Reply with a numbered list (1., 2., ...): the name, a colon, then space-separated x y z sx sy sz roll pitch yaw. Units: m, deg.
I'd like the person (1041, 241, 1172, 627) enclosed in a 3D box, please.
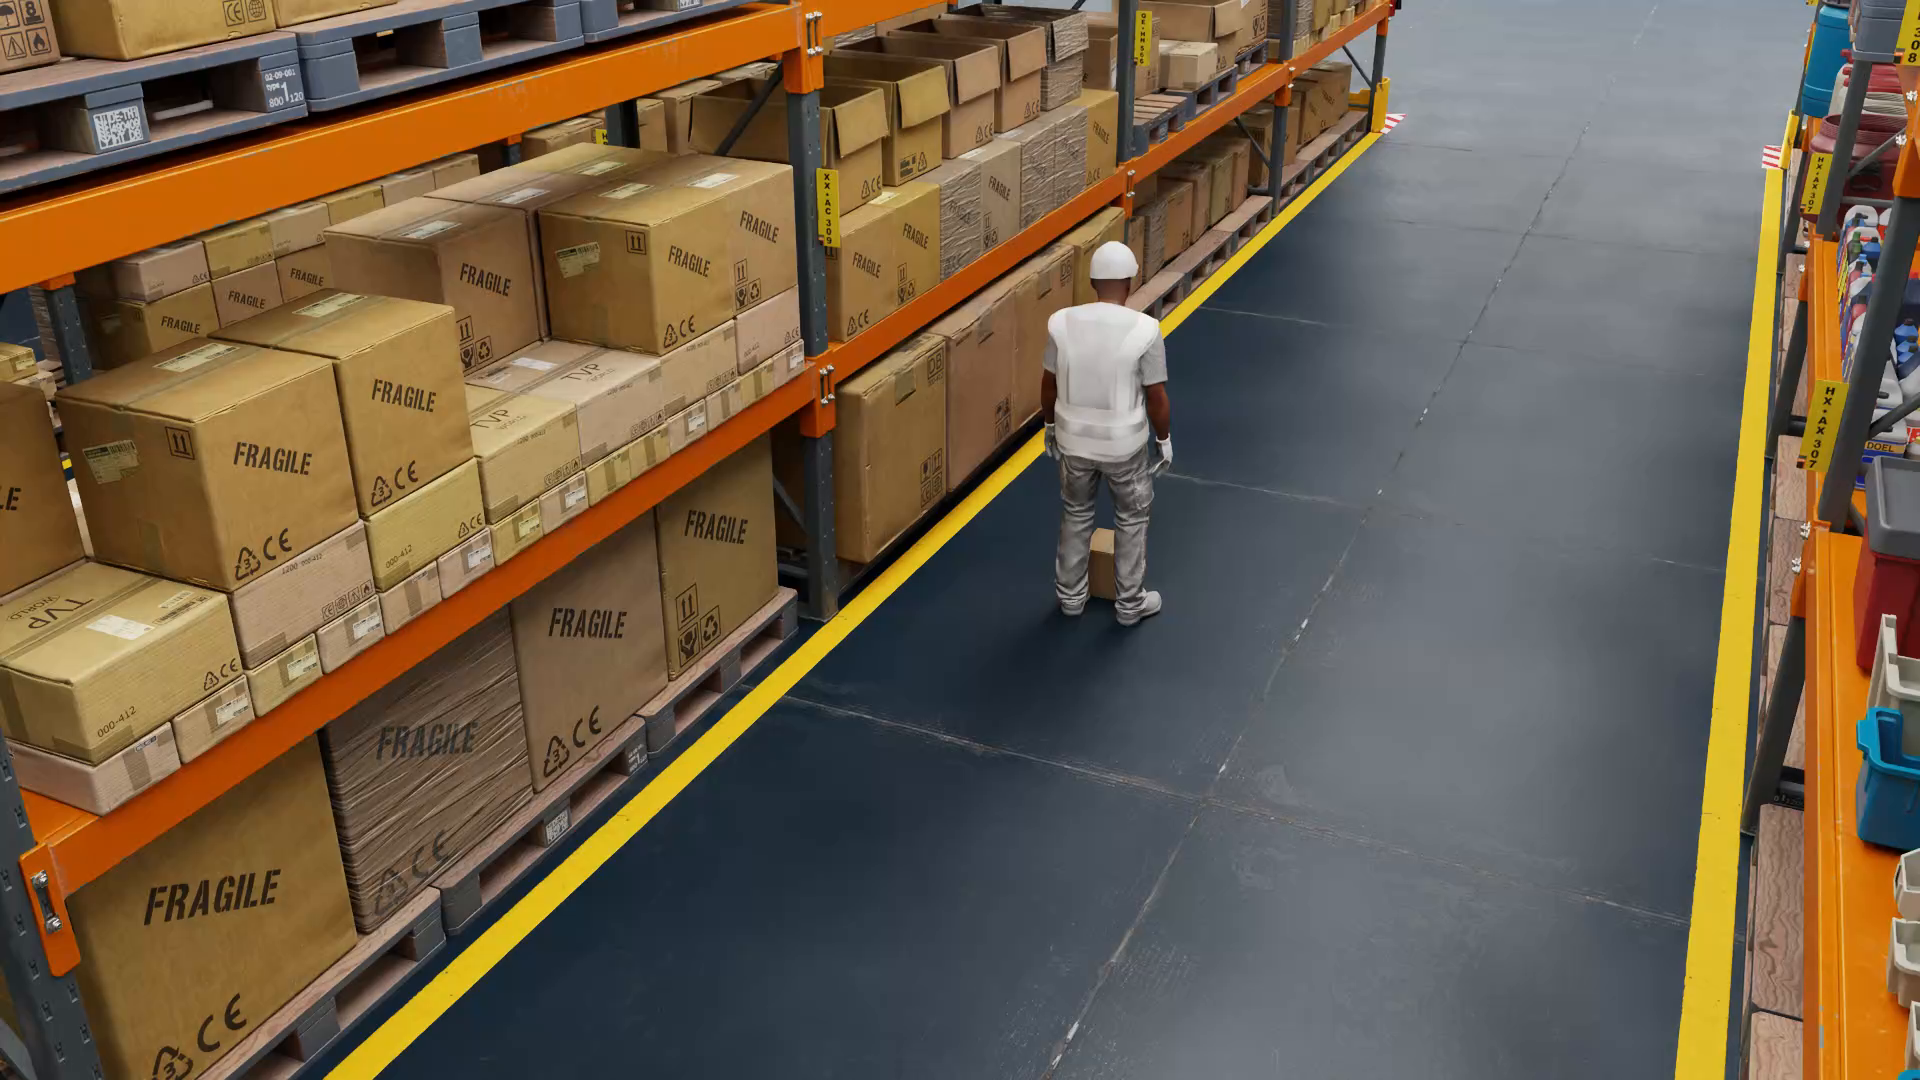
1. person: 0.666 -0.465 7.558 0.614 1.773 0.450 11 28 21
